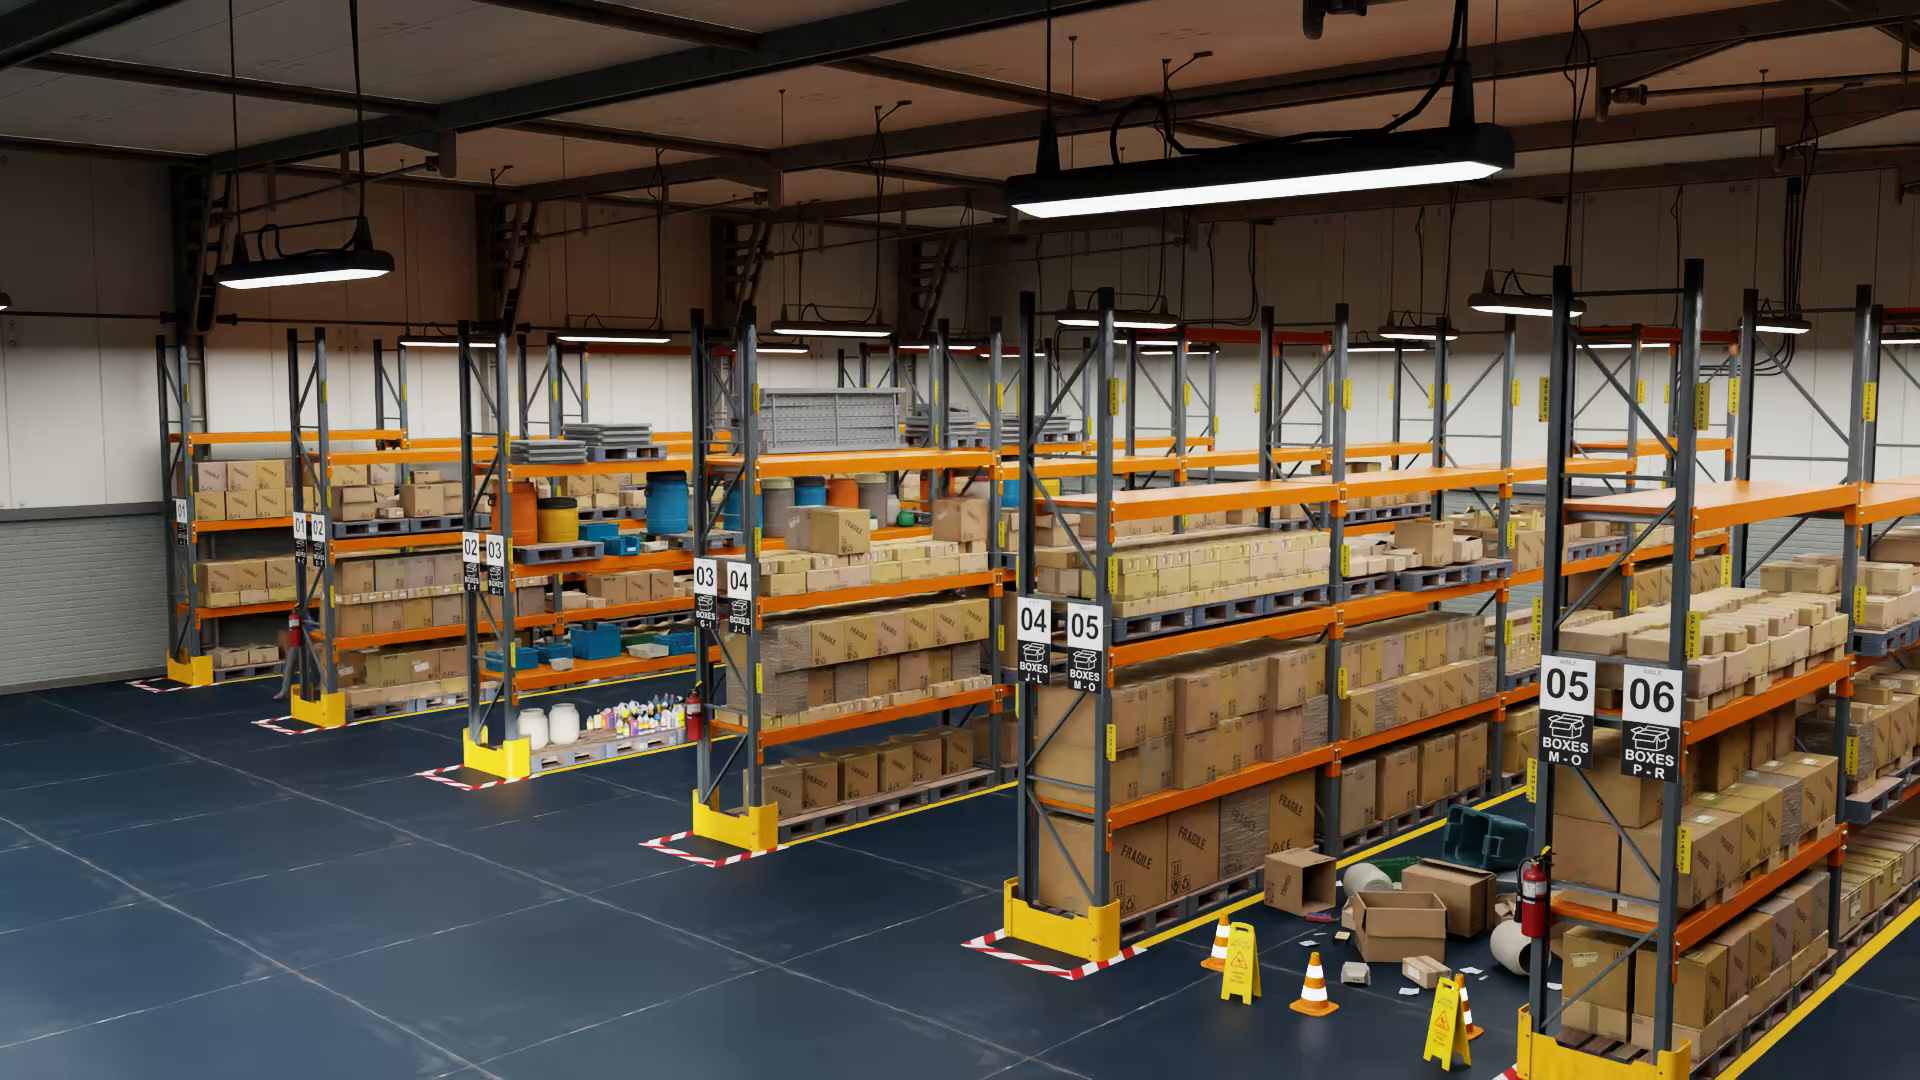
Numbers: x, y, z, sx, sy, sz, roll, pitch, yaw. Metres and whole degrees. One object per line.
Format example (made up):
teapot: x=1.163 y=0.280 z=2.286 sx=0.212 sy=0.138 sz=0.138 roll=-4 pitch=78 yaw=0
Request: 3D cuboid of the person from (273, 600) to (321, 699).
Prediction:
person: x=-10.877 y=1.769 z=27.399 sx=0.530 sy=1.582 sz=1.076 roll=1 pitch=6 yaw=14

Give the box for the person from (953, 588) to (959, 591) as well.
person: x=-0.144 y=0.611 z=39.398 sx=1.015 sy=1.652 sz=0.510 roll=3 pitch=6 yaw=30
